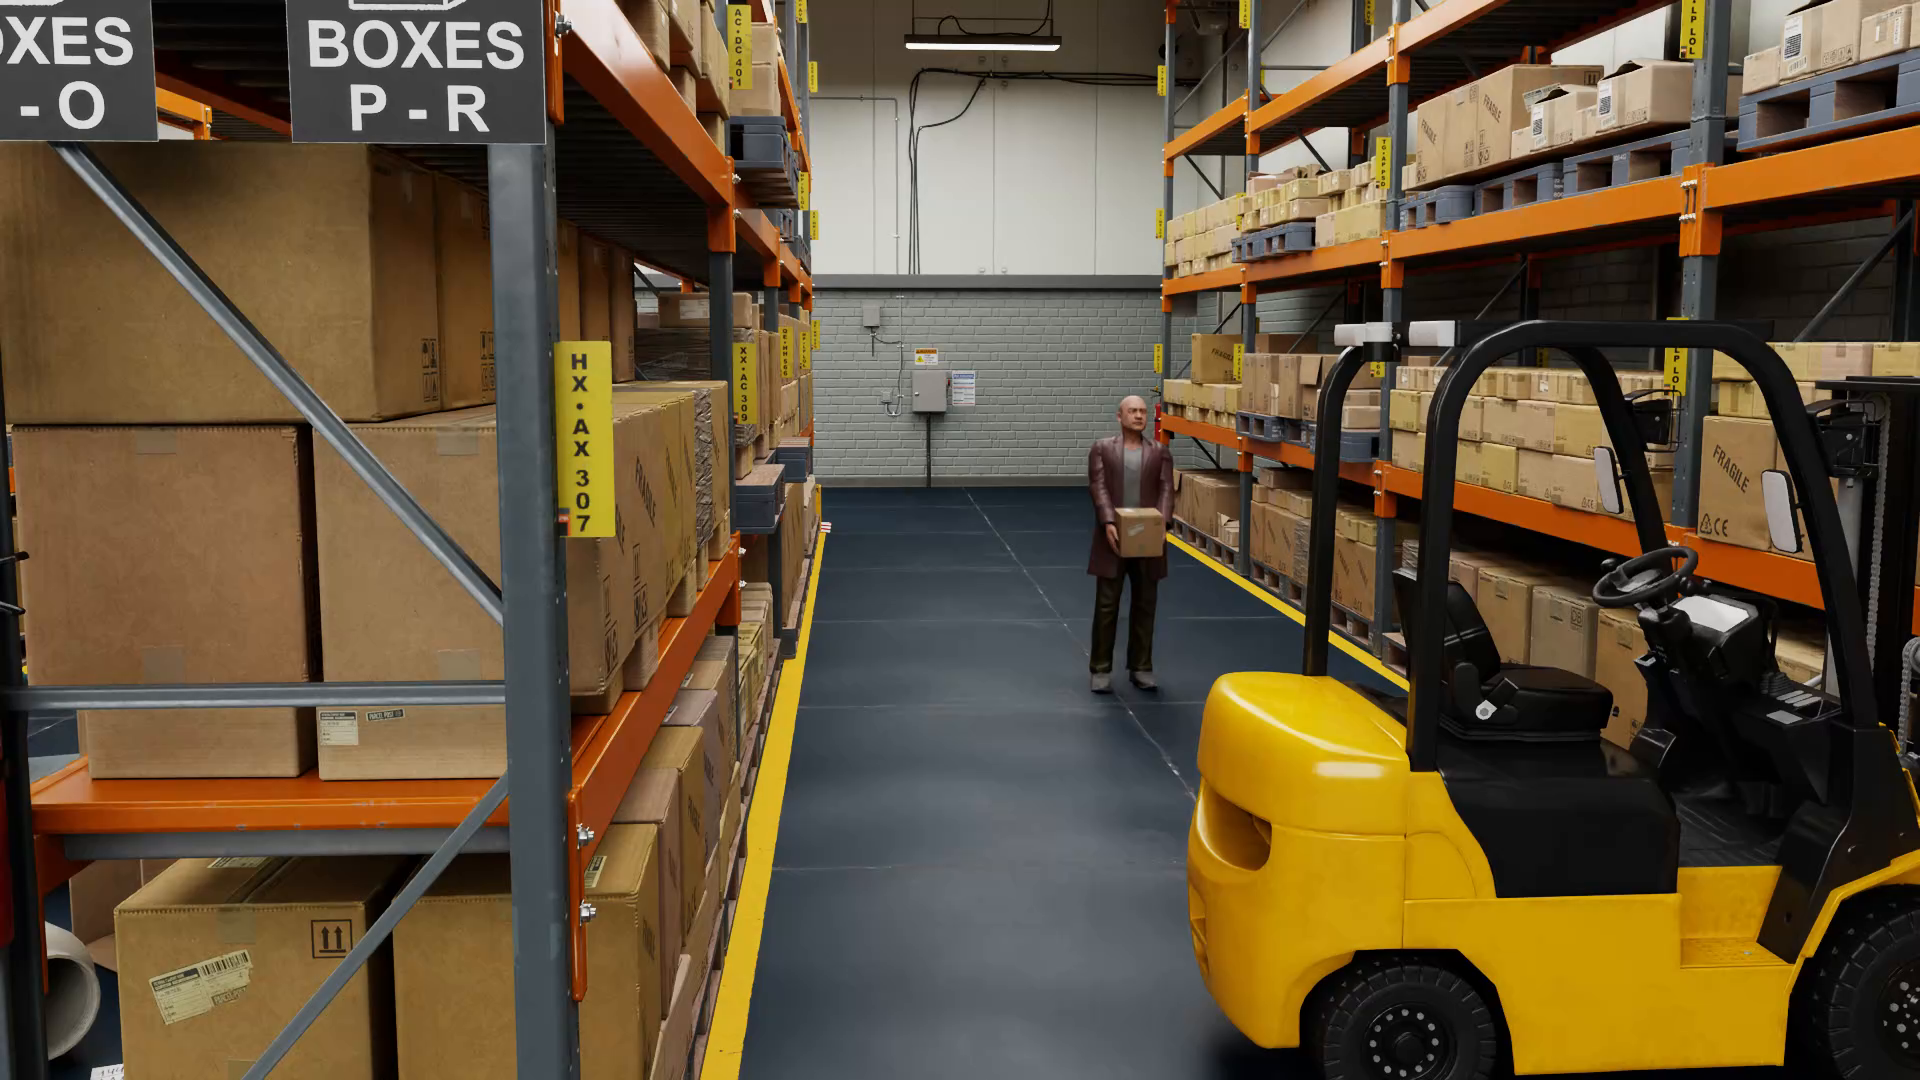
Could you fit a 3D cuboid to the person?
[{"bbox_3d":[1.049,0.018,10.123,0.552,1.780,0.536,0,7,-4],"label":"person"}]
